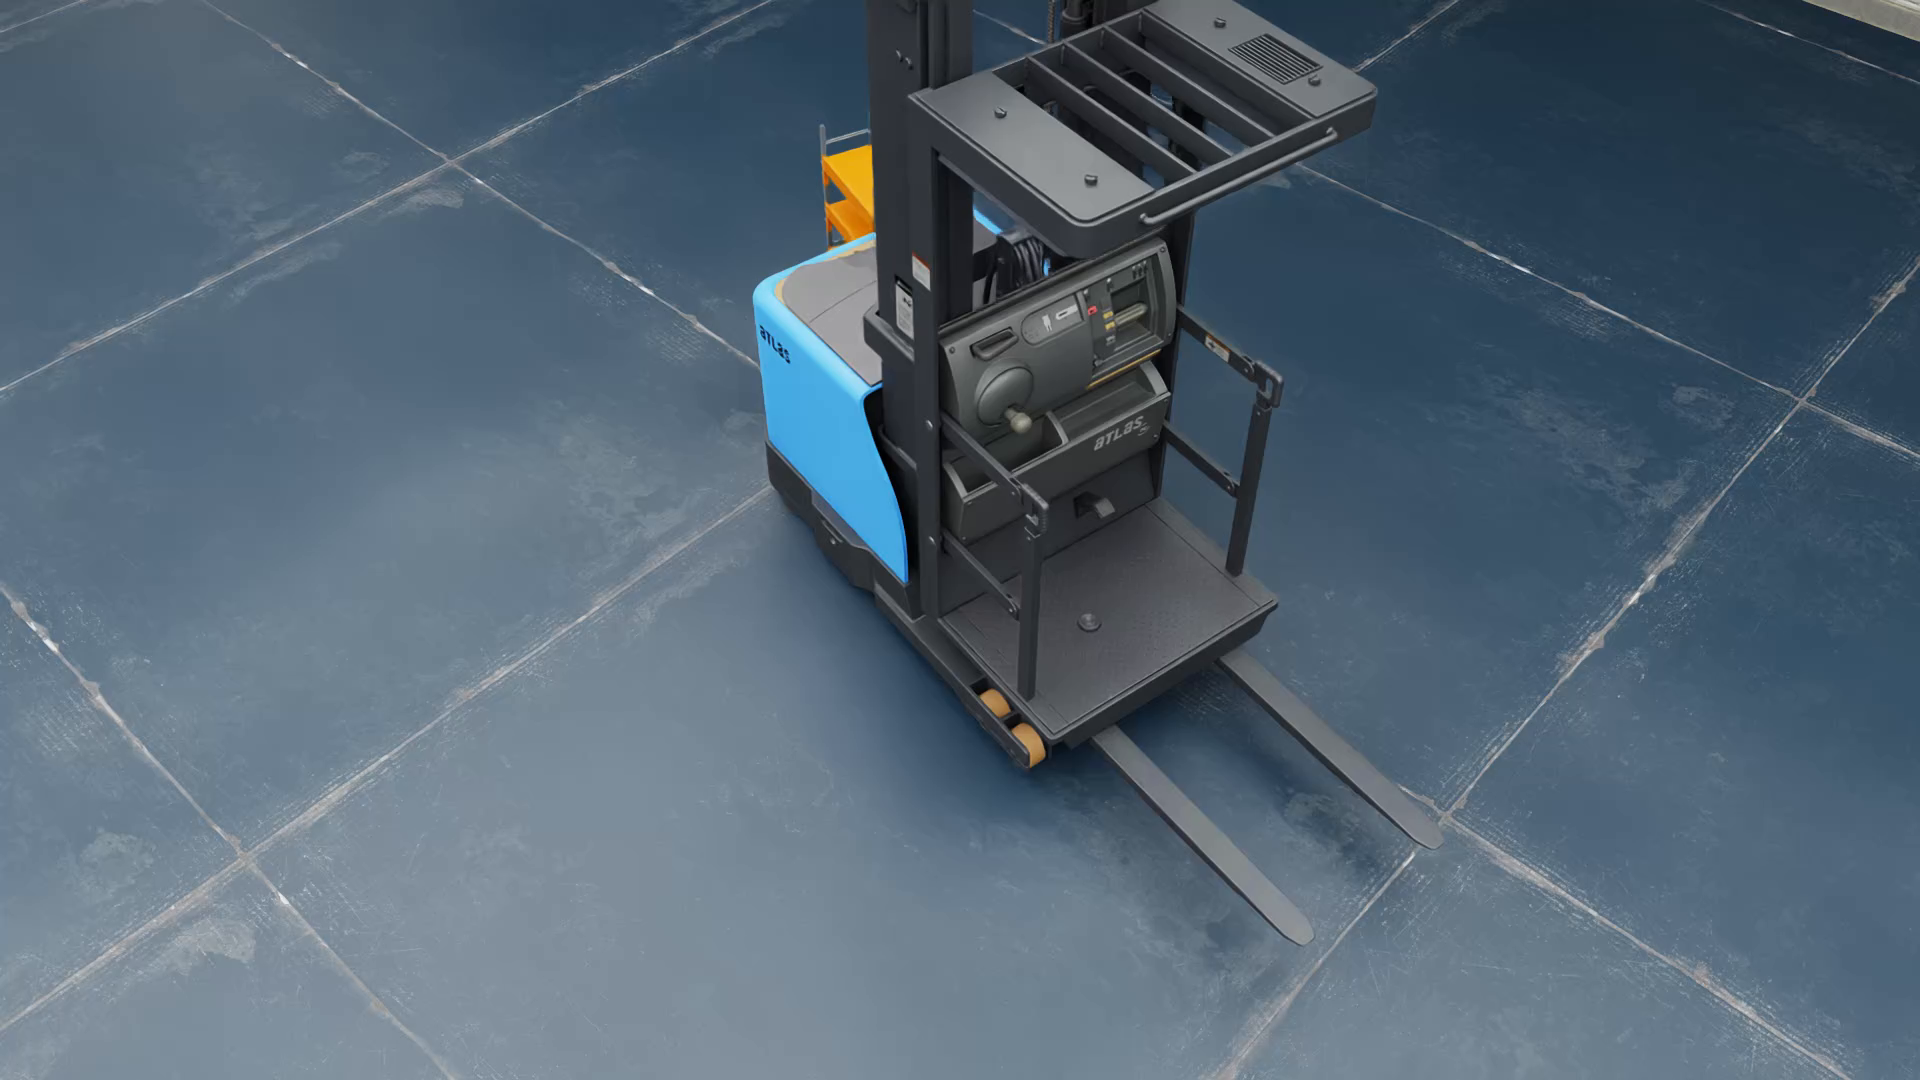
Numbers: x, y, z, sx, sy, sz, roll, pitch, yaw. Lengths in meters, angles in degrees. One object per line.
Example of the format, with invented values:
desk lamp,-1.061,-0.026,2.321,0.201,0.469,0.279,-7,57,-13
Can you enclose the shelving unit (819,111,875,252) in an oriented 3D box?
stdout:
shelving unit,-0.353,-1.166,7.130,0.258,1.200,0.503,-21,50,-19

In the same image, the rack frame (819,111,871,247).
rack frame,-0.468,-1.323,7.277,0.240,1.200,0.015,-21,50,-19

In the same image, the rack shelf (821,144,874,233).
rack shelf,-0.353,-1.435,6.843,0.258,0.148,0.480,-21,50,-19

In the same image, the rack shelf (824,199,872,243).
rack shelf,-0.353,-1.273,7.016,0.258,0.148,0.480,-21,50,-19

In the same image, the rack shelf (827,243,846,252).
rack shelf,-0.353,-1.120,7.179,0.258,0.148,0.480,-21,50,-19

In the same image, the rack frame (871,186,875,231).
rack frame,-0.238,-1.009,6.982,0.240,1.200,0.015,-21,50,-19

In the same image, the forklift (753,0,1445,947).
forklift,0.472,-0.581,5.393,1.130,2.935,3.031,-28,53,-24
